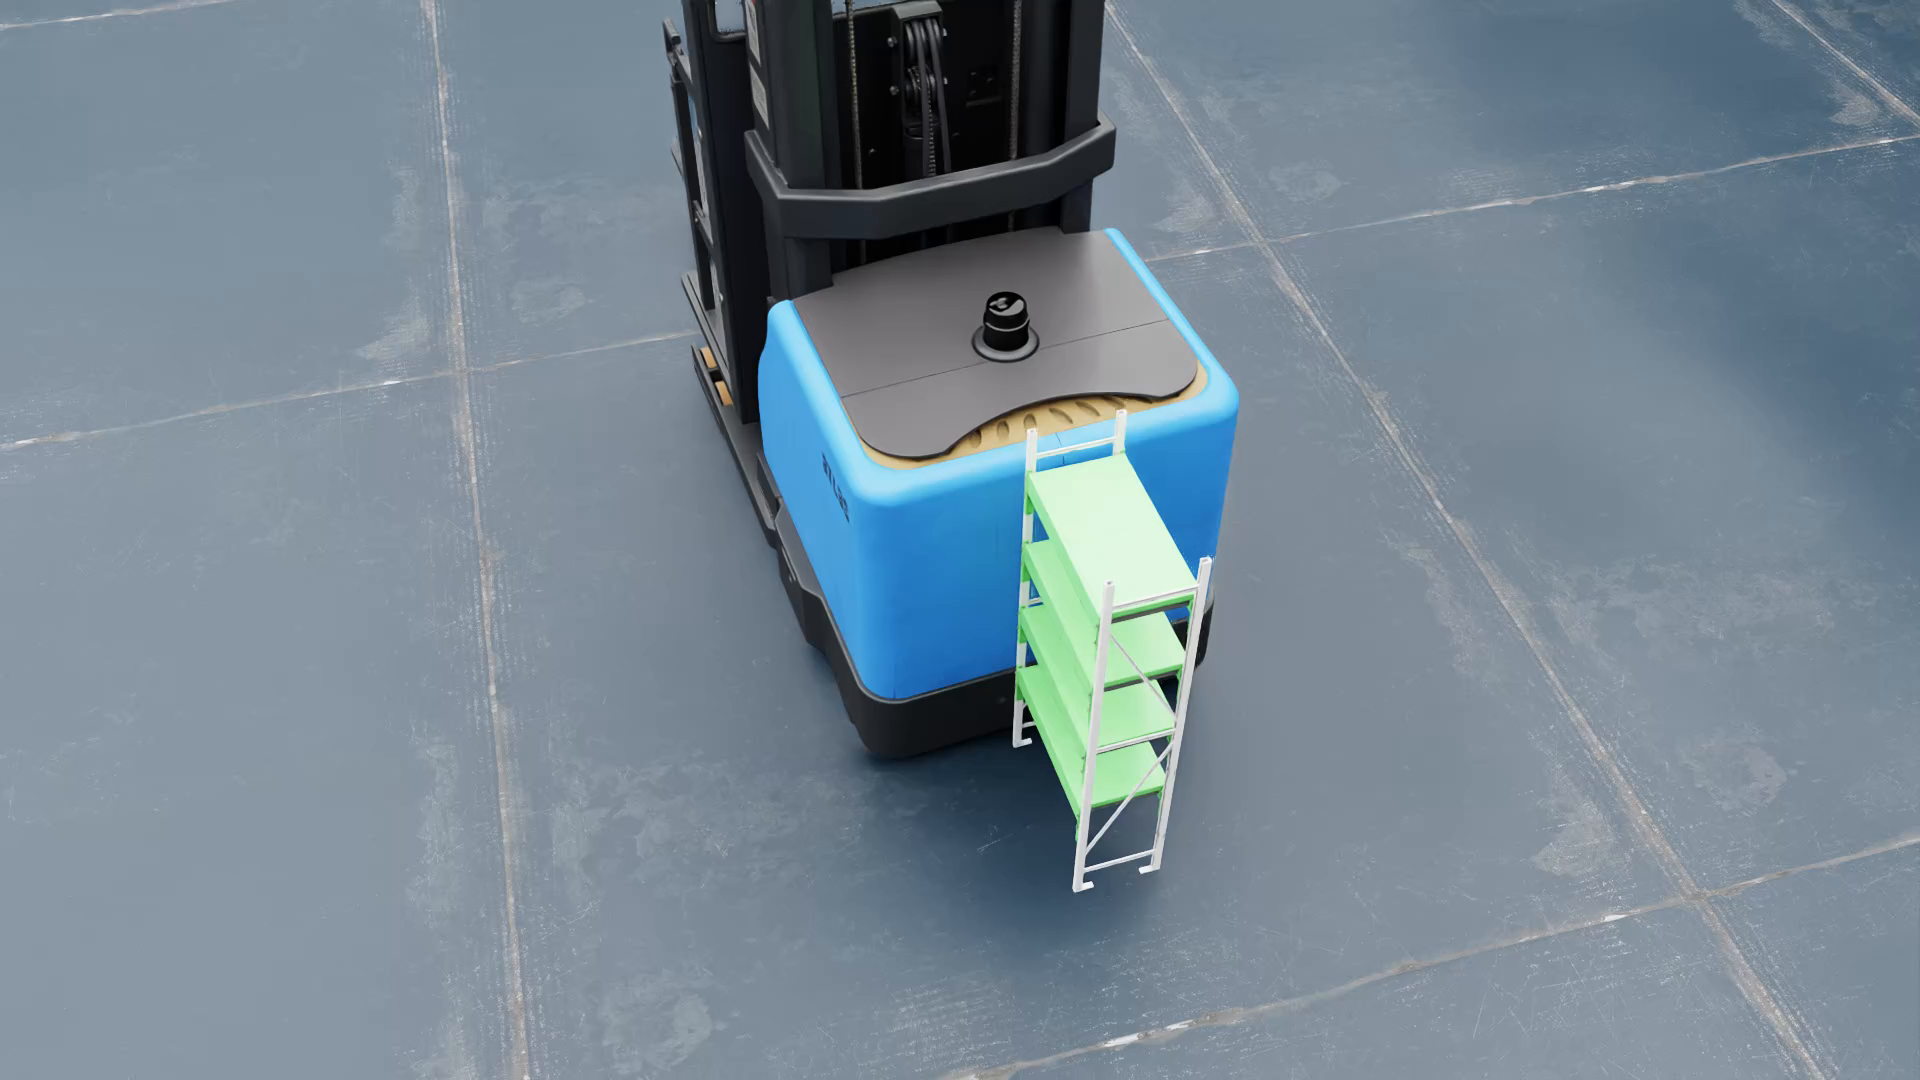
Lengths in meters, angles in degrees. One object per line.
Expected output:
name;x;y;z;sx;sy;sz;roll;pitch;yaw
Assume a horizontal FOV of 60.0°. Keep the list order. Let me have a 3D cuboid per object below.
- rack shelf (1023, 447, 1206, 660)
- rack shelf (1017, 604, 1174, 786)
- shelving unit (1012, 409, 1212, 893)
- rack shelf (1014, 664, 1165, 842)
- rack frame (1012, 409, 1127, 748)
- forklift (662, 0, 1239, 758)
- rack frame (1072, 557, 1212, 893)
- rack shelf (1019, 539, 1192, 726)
rack shelf;0.343;0.023;3.798;0.258;0.148;0.480;-13;48;-12
rack shelf;0.341;0.353;4.147;0.258;0.148;0.480;-13;48;-12
shelving unit;0.341;0.309;4.100;0.258;1.200;0.503;-13;48;-12
rack shelf;0.339;0.518;4.321;0.258;0.148;0.480;-13;48;-12
rack frame;0.267;0.140;4.260;0.240;1.200;0.015;-13;48;-12
forklift;-0.276;-1.499;4.666;1.130;2.935;3.031;-15;47;-14
rack frame;0.415;0.479;3.941;0.240;1.200;0.015;-13;48;-12
rack shelf;0.342;0.188;3.972;0.258;0.148;0.480;-13;48;-12
